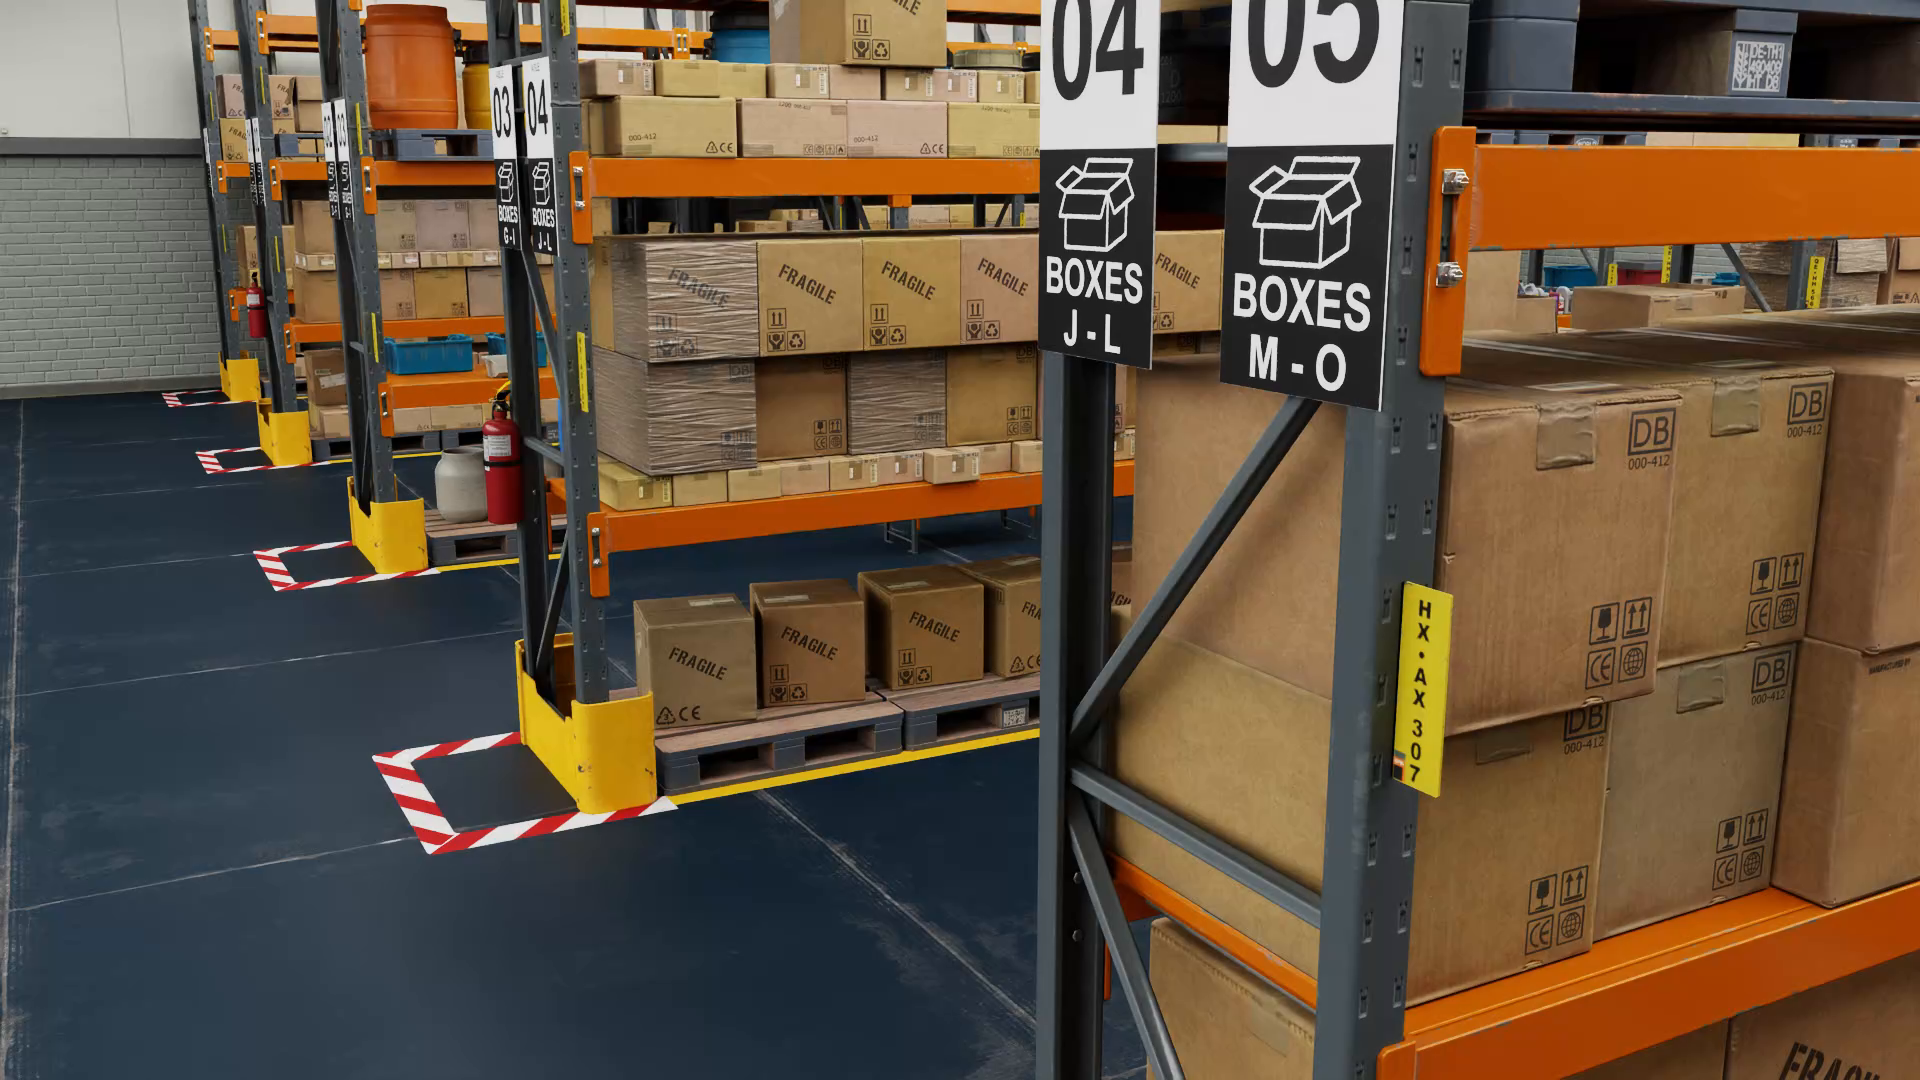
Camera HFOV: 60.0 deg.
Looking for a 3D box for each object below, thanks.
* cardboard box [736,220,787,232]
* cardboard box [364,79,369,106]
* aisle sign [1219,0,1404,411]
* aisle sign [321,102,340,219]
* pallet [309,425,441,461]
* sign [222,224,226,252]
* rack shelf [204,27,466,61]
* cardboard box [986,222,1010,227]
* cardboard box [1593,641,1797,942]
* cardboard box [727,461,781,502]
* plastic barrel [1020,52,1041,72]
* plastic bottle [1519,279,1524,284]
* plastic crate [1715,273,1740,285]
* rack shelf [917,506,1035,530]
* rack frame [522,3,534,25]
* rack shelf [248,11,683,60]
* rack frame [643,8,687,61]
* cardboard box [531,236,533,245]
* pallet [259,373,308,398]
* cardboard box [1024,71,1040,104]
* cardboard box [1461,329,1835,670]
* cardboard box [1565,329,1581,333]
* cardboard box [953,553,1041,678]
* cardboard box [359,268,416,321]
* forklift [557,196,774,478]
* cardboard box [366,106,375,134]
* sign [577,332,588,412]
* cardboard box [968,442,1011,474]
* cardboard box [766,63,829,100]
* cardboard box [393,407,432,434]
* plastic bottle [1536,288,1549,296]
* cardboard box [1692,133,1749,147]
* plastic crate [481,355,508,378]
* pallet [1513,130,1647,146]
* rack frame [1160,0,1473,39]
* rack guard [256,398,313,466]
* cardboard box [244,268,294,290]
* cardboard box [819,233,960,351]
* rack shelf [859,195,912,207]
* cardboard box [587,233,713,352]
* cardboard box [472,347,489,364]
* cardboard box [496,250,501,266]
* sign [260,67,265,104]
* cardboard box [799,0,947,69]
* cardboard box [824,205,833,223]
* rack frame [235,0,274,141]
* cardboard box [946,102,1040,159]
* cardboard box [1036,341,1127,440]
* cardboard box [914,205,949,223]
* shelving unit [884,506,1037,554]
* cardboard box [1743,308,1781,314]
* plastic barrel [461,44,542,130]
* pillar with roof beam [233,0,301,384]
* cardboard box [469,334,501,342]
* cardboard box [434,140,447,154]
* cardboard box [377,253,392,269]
[{"bbox_3d":[-2.812,-4.234,23.360,0.500,0.500,0.700,-8,15,-33],"label":"cardboard box"},{"bbox_3d":[-7.334,-5.508,20.870,0.500,0.500,0.500,-7,14,-28],"label":"cardboard box"},{"bbox_3d":[0.541,-0.617,2.597,0.004,0.787,0.394,-7,14,-28],"label":"aisle sign"},{"bbox_3d":[-4.407,-2.653,11.644,0.004,0.787,0.394,-7,14,-28],"label":"aisle sign"},{"bbox_3d":[-5.921,-1.018,16.651,1.213,0.211,1.003,-7,14,-28],"label":"pallet"},{"bbox_3d":[-8.689,-3.562,19.632,0.005,0.325,0.100,-7,14,-28],"label":"sign"},{"bbox_3d":[-7.193,-6.029,20.548,4.000,0.370,1.077,-7,14,-28],"label":"rack shelf"},{"bbox_3d":[0.412,-4.506,24.850,0.500,0.500,0.500,-7,14,-28],"label":"cardboard box"},{"bbox_3d":[1.235,0.403,3.644,0.550,0.550,0.875,-7,14,-28],"label":"cardboard box"},{"bbox_3d":[-1.009,-0.288,7.628,0.250,0.149,0.380,-7,14,-28],"label":"cardboard box"},{"bbox_3d":[0.800,-3.697,14.229,0.708,0.901,0.600,-7,14,-28],"label":"plastic barrel"},{"bbox_3d":[5.831,-2.594,17.417,0.185,0.351,0.144,-7,14,-28],"label":"plastic bottle"},{"bbox_3d":[8.890,-2.934,19.058,0.300,0.233,0.416,-7,14,-28],"label":"plastic crate"},{"bbox_3d":[0.006,-0.311,12.543,1.000,0.278,0.538,-7,14,-28],"label":"rack shelf"},{"bbox_3d":[-5.438,-6.592,21.403,0.127,3.000,1.000,-7,14,-28],"label":"rack frame"},{"bbox_3d":[-4.817,-4.881,16.351,4.000,0.370,1.077,-7,14,-28],"label":"rack shelf"},{"bbox_3d":[-3.061,-5.637,17.163,0.127,3.000,1.000,-7,14,-28],"label":"rack frame"},{"bbox_3d":[-4.330,-3.238,16.985,0.500,0.500,0.700,-7,14,-28],"label":"cardboard box"},{"bbox_3d":[-8.152,-1.970,20.883,1.213,0.211,1.003,-7,14,-28],"label":"pallet"},{"bbox_3d":[0.381,-2.156,7.960,0.250,0.149,0.380,-6,14,-25],"label":"cardboard box"},{"bbox_3d":[1.242,-0.121,3.514,0.550,0.550,0.875,-7,14,-28],"label":"cardboard box"},{"bbox_3d":[3.859,-1.134,10.165,0.258,0.266,0.396,-7,15,-29],"label":"cardboard box"},{"bbox_3d":[0.306,0.390,8.781,0.500,0.500,0.500,-8,15,-33],"label":"cardboard box"},{"bbox_3d":[-5.697,-2.441,16.398,0.500,0.500,0.700,-6,14,-26],"label":"cardboard box"},{"bbox_3d":[-2.353,-2.063,15.101,1.130,2.935,3.031,6,14,25],"label":"forklift"},{"bbox_3d":[-5.688,-4.125,16.342,0.500,0.250,0.500,-7,14,-28],"label":"cardboard box"},{"bbox_3d":[-1.569,-0.698,6.908,0.005,0.325,0.100,-7,14,-28],"label":"sign"},{"bbox_3d":[0.055,-0.433,8.272,0.250,0.149,0.380,-7,14,-28],"label":"cardboard box"},{"bbox_3d":[-0.766,-2.023,7.369,0.250,0.149,0.380,-6,14,-26],"label":"cardboard box"},{"bbox_3d":[-5.558,-1.220,16.505,0.500,0.250,0.500,-7,14,-28],"label":"cardboard box"},{"bbox_3d":[5.819,-2.395,16.700,0.135,0.276,0.152,-7,14,-28],"label":"plastic bottle"},{"bbox_3d":[4.464,-2.460,10.218,0.500,0.250,0.500,-7,14,-28],"label":"cardboard box"},{"bbox_3d":[-3.262,-1.238,11.880,0.250,0.136,0.298,-7,14,-28],"label":"plastic crate"},{"bbox_3d":[3.184,-2.327,9.713,1.003,0.211,1.213,-7,14,-28],"label":"pallet"},{"bbox_3d":[0.459,-2.341,2.514,0.127,3.000,1.000,-7,14,-28],"label":"rack frame"},{"bbox_3d":[-6.593,-1.068,16.215,0.348,0.500,1.175,-7,14,-28],"label":"rack guard"},{"bbox_3d":[-8.368,-3.171,20.163,0.500,0.250,0.500,-7,15,-29],"label":"cardboard box"},{"bbox_3d":[-0.335,-1.171,7.800,0.500,0.500,0.500,-7,14,-28],"label":"cardboard box"},{"bbox_3d":[1.065,-3.078,14.263,4.000,0.370,1.077,-7,14,-28],"label":"rack shelf"},{"bbox_3d":[-1.464,-1.167,7.782,0.500,0.500,0.500,-7,14,-28],"label":"cardboard box"},{"bbox_3d":[-4.677,-1.690,16.884,0.500,0.500,0.500,-7,14,-28],"label":"cardboard box"},{"bbox_3d":[-4.544,-2.844,16.710,0.250,0.149,0.380,-6,14,-26],"label":"cardboard box"},{"bbox_3d":[-6.311,-4.111,15.040,0.005,0.325,0.100,-7,14,-28],"label":"sign"},{"bbox_3d":[-0.396,-2.386,7.502,0.500,0.500,0.500,-7,14,-28],"label":"cardboard box"},{"bbox_3d":[-1.653,-4.753,24.238,0.500,0.250,0.500,-6,14,-26],"label":"cardboard box"},{"bbox_3d":[-6.572,-5.217,15.293,0.127,3.000,1.000,-7,14,-28],"label":"rack frame"},{"bbox_3d":[0.059,-1.934,7.880,0.500,0.250,0.500,-6,14,-26],"label":"cardboard box"},{"bbox_3d":[0.411,-0.842,8.612,0.500,0.500,0.875,-7,14,-28],"label":"cardboard box"},{"bbox_3d":[-0.497,-4.763,24.284,0.500,0.250,0.500,-7,14,-27],"label":"cardboard box"},{"bbox_3d":[0.006,-0.549,12.489,1.048,1.125,0.538,-7,14,-28],"label":"shelving unit"},{"bbox_3d":[5.508,-1.370,11.639,0.500,0.500,0.500,-6,14,-26],"label":"cardboard box"},{"bbox_3d":[-3.262,-3.239,11.954,0.600,0.588,0.600,0,13,0],"label":"plastic barrel"},{"bbox_3d":[-6.686,-5.582,16.915,0.400,9.000,9.100,-7,14,-28],"label":"pillar with roof beam"},{"bbox_3d":[-6.330,-2.543,21.769,0.500,0.500,0.500,-8,15,-32],"label":"cardboard box"},{"bbox_3d":[-6.681,-4.970,20.755,0.500,0.500,0.500,-7,15,-30],"label":"cardboard box"},{"bbox_3d":[-5.674,-2.709,16.110,0.250,0.149,0.380,-7,14,-28],"label":"cardboard box"}]
